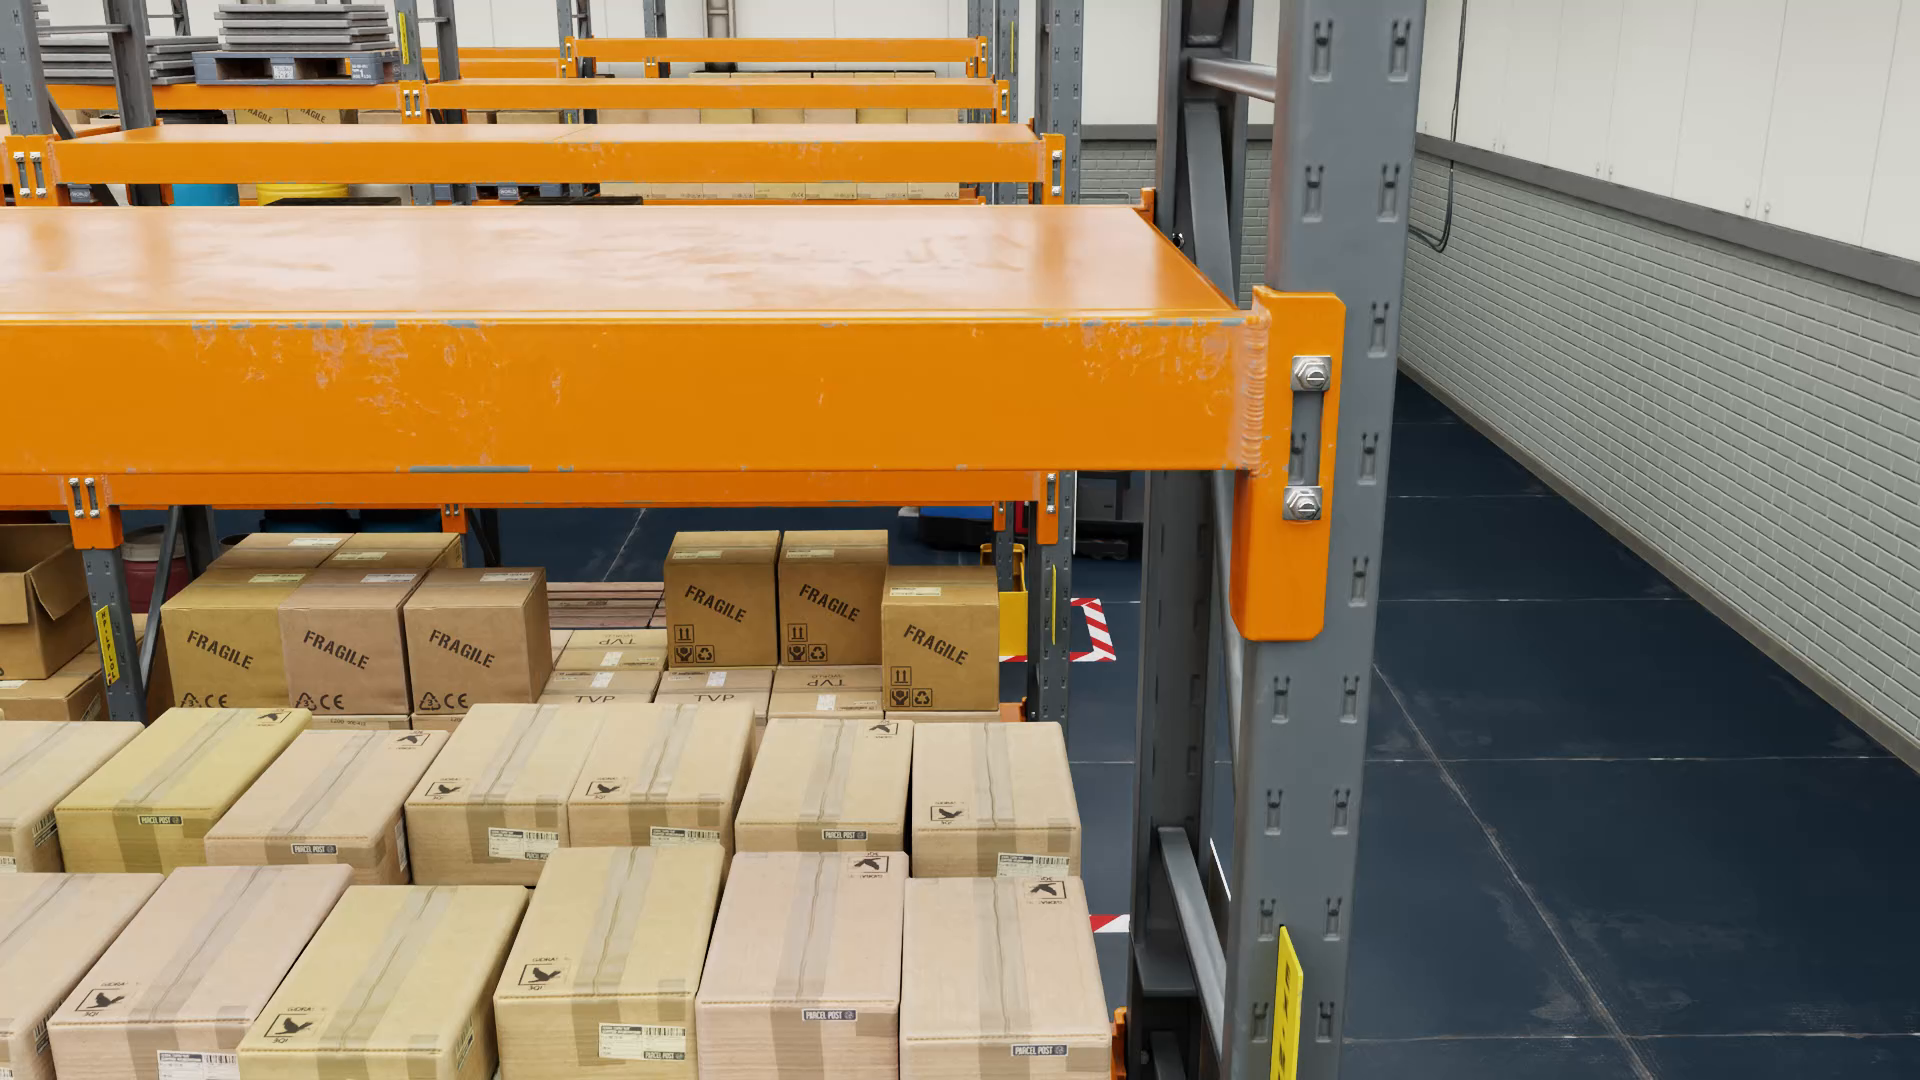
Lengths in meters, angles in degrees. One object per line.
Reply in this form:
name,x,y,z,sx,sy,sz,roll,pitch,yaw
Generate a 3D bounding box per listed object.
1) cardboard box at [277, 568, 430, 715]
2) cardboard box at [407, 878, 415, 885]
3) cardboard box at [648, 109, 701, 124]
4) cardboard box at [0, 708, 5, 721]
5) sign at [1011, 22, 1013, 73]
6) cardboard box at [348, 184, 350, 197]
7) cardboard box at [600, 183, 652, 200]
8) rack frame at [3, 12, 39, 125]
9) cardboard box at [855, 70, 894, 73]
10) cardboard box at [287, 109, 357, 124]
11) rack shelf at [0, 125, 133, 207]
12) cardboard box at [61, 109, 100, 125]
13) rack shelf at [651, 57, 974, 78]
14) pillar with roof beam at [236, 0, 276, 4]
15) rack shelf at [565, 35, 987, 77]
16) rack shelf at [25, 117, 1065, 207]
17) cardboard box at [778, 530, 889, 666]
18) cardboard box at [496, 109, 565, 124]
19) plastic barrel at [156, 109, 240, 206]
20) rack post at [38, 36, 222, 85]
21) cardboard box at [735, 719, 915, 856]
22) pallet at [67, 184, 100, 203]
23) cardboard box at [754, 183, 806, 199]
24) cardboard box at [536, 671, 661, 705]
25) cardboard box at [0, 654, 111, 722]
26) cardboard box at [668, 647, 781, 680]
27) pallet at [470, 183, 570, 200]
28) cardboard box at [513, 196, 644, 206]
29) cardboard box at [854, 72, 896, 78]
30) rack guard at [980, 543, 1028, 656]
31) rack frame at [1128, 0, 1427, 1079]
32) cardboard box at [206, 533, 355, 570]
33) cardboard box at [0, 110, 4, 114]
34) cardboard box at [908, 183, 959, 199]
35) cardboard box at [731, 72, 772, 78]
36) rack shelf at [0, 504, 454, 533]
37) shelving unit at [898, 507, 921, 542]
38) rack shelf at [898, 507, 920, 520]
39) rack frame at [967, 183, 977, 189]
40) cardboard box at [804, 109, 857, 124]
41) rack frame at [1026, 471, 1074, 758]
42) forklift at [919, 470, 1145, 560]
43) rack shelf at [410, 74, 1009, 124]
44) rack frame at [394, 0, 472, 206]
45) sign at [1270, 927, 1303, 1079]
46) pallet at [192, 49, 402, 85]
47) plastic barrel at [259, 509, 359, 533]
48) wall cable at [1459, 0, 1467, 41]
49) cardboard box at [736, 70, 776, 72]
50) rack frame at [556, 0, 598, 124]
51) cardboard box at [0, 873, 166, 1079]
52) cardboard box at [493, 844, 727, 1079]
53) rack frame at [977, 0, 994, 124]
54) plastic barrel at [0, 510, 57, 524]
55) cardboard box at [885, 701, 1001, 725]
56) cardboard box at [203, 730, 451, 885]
cardboard box,-2.624,0.439,7.299,0.500,0.500,0.500,0,18,-1
cardboard box,-1.093,0.616,2.732,0.500,0.250,0.500,0,18,0
cardboard box,-2.764,-4.160,16.394,0.500,0.500,0.700,0,18,-1
cardboard box,-1.768,0.415,2.708,0.250,0.149,0.380,-1,18,-2
sign,0.347,-3.276,11.057,0.005,0.325,0.100,0,18,-1
cardboard box,-6.286,-3.709,16.624,0.500,0.500,0.910,0,18,-1
cardboard box,-3.262,-3.518,16.440,0.500,0.250,0.500,0,18,-1
rack frame,-11.833,-6.566,20.783,0.127,3.000,1.000,0,18,-1
cardboard box,-1.097,-5.799,21.469,0.500,0.500,0.500,-1,18,-2
cardboard box,-6.295,-4.173,16.433,0.500,0.500,0.500,0,18,-1
rack shelf,-5.599,-1.523,6.896,4.000,0.370,1.077,0,18,-1
cardboard box,-11.285,-5.363,21.094,0.500,0.500,0.500,2,18,7
rack shelf,-1.834,-6.081,21.105,4.000,0.370,1.077,0,18,-1
pillar with roof beam,-9.079,-5.528,17.549,0.400,9.000,9.100,0,18,-1
rack shelf,-1.752,-4.757,16.328,4.000,0.370,1.077,0,18,-1
rack shelf,-1.600,-1.543,6.957,4.000,0.370,1.077,0,18,-1
cardboard box,-0.584,0.266,7.837,0.500,0.500,0.500,-1,18,-2
cardboard box,-4.257,-3.978,16.613,0.600,0.600,0.600,-2,18,-6
plastic barrel,-5.382,-2.534,11.617,0.708,0.901,0.600,0,18,-1
rack post,-5.699,-3.292,11.396,0.954,0.300,0.937,2,18,5
cardboard box,-0.205,0.430,2.661,0.250,0.149,0.380,0,18,1
pallet,-8.429,-3.523,16.519,1.003,0.211,1.213,1,18,2
cardboard box,-1.762,-3.525,16.461,0.500,0.250,0.500,0,18,-1
cardboard box,-1.617,0.793,7.423,0.500,0.250,0.500,0,18,-1
cardboard box,-4.063,0.829,7.390,0.500,0.500,0.500,0,18,-1
cardboard box,-1.106,0.627,7.941,0.500,0.250,0.500,-1,18,-3
pallet,-4.405,-3.592,16.731,1.003,0.211,1.213,0,18,-1
cardboard box,-1.620,-1.302,7.044,0.500,0.250,0.500,-1,18,-3
cardboard box,-1.062,-5.643,20.983,0.500,0.500,0.500,0,18,1
rack guard,0.346,0.445,12.842,0.348,0.500,1.175,0,18,-1
rack frame,0.377,-0.570,2.092,0.127,3.000,1.000,0,18,-1
cardboard box,-3.144,0.280,7.796,0.500,0.500,0.500,0,18,1
cardboard box,-12.330,-5.585,20.805,0.500,0.500,0.500,-2,18,-6
cardboard box,-0.262,-3.528,16.470,0.500,0.250,0.500,0,18,-1
cardboard box,-2.603,-5.631,20.948,0.500,0.500,0.500,-1,18,-2
rack shelf,-5.677,-0.370,12.467,4.000,0.370,1.077,0,18,-1
shelving unit,-0.437,-0.452,14.982,0.210,0.900,0.258,3,18,9
rack shelf,-0.437,-0.249,15.048,0.200,0.077,0.258,3,18,9
rack frame,0.166,-3.767,21.880,0.127,3.000,1.000,0,18,-1
cardboard box,-1.265,-4.187,16.478,0.500,0.500,0.700,0,18,-1
rack frame,0.400,0.771,7.732,0.127,3.000,1.000,0,18,-1
forklift,1.197,-1.393,14.593,3.031,2.935,1.130,3,18,9
rack shelf,-1.678,-3.055,11.672,4.000,0.370,1.077,0,18,-1
rack frame,-3.677,-3.579,11.471,0.127,3.000,1.000,0,18,-1
sign,0.366,0.607,1.886,0.005,0.325,0.100,0,18,-1
pallet,-4.504,-3.285,11.519,1.213,0.211,1.003,0,18,-1
plastic barrel,-4.930,0.078,12.641,0.708,0.901,0.600,0,18,-1
wall cable,5.869,-6.642,17.836,0.112,2.526,3.097,0,18,-1
cardboard box,-2.623,-5.787,21.431,0.500,0.500,0.500,-1,18,-3
rack frame,-3.752,-5.091,16.187,0.127,3.000,1.000,0,18,-1
cardboard box,-1.231,0.590,2.162,0.250,0.149,0.380,0,18,0
cardboard box,-0.455,0.566,2.236,0.250,0.149,0.380,-1,18,-3
rack frame,0.248,-5.111,16.247,0.127,3.000,1.000,0,18,-1
plastic barrel,-7.188,0.123,12.618,0.708,0.830,0.600,0,18,-1
cardboard box,-0.080,0.785,7.449,0.500,0.250,0.500,-1,18,-2
cardboard box,-0.977,0.443,2.619,0.250,0.149,0.380,0,18,1
